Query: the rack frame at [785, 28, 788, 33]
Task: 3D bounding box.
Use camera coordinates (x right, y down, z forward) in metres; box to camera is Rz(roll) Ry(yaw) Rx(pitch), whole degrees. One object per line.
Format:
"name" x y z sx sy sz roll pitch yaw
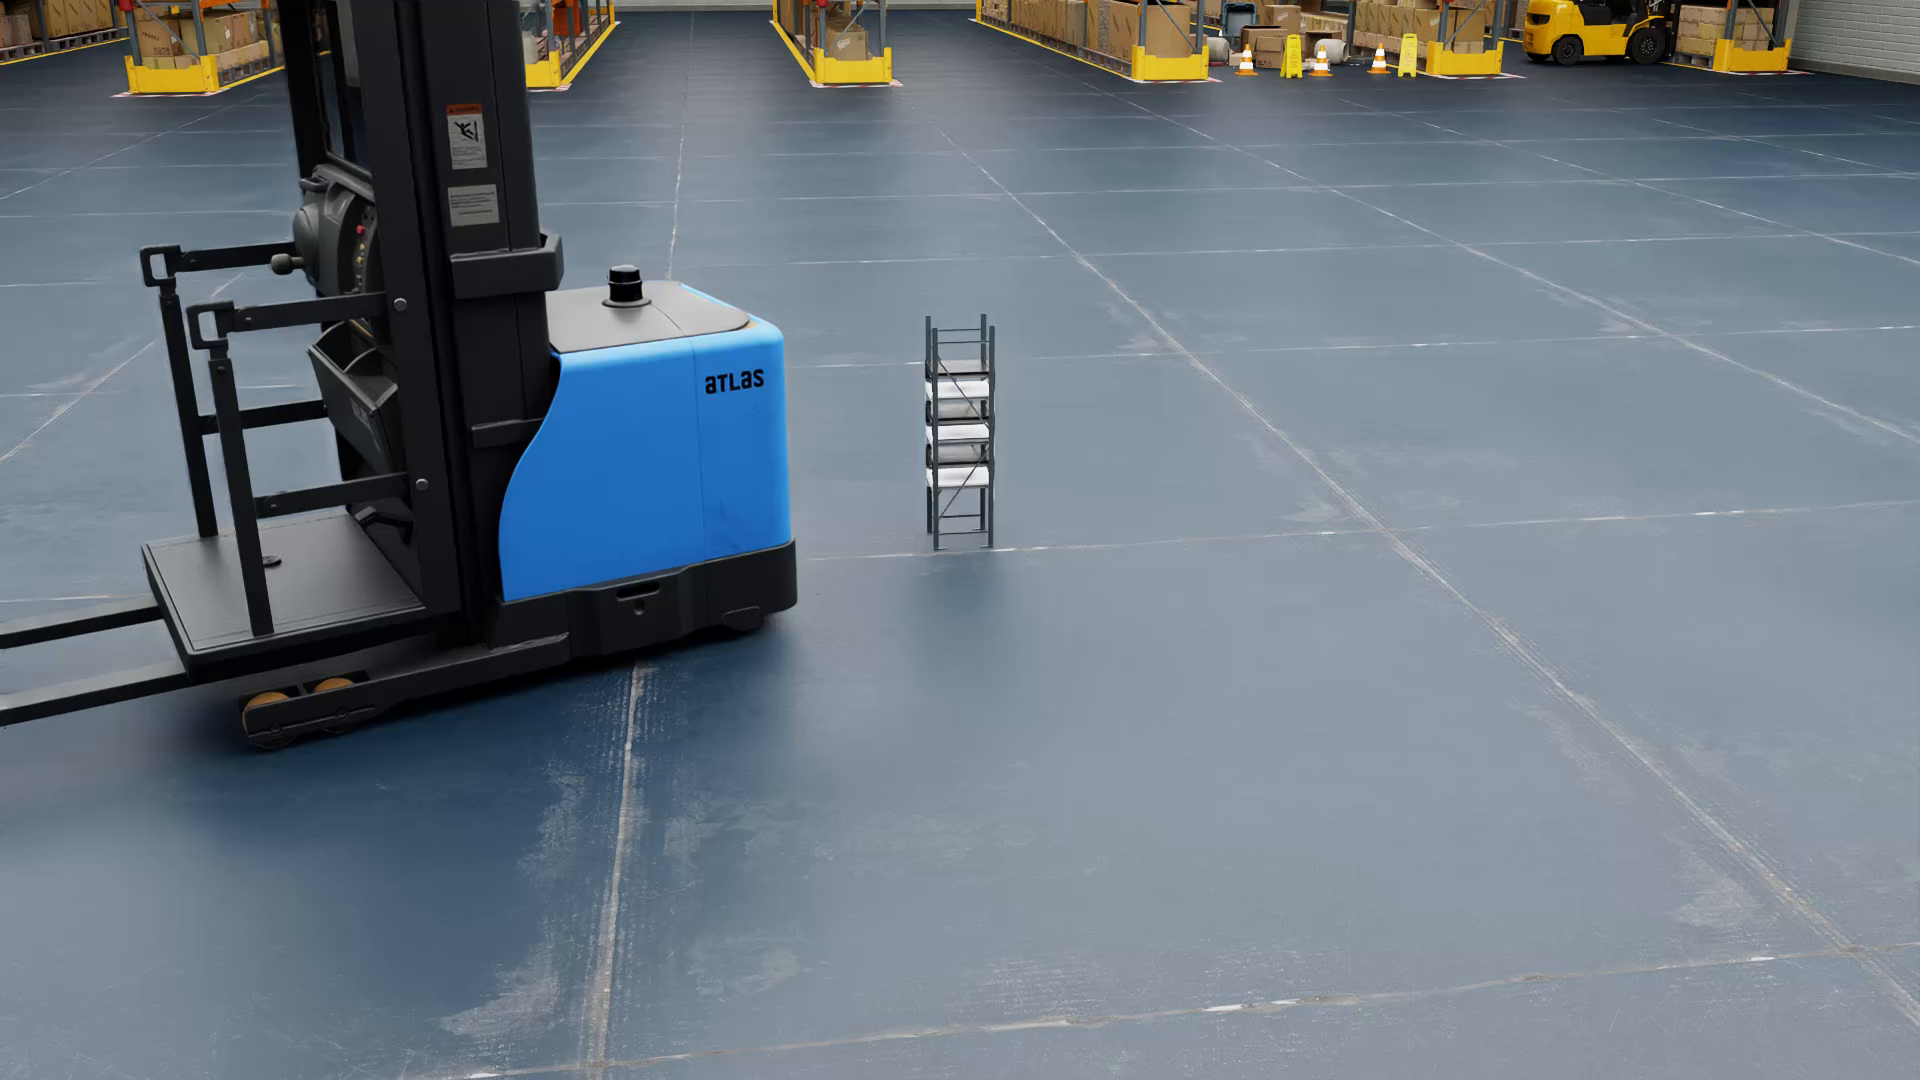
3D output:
"rack frame" -3.362 -12.607 36.183 1.000 3.000 0.127 -3 21 -8

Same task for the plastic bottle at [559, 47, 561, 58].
"plastic bottle" -6.594 -8.000 27.218 0.097 0.201 0.097 0 20 0

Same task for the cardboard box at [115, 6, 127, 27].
"cardboard box" -18.073 -11.147 35.247 0.700 0.500 0.500 -3 21 -7

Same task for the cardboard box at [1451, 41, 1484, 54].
"cardboard box" 8.332 -8.154 27.590 0.500 0.250 0.500 -3 21 -8

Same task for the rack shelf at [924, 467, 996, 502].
"rack shelf" -0.001 -0.225 6.641 0.258 0.077 0.200 -3 21 -8

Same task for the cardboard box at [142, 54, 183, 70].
"cardboard box" -11.805 -7.033 24.589 0.500 0.250 0.500 -3 21 -8

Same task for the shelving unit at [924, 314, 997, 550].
"shelving unit" -0.001 -0.424 6.566 0.258 0.900 0.210 -3 21 -8

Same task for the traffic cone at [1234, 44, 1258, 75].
"traffic cone" 4.619 -7.734 26.763 0.336 0.463 0.334 -3 21 -8

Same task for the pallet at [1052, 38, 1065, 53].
"pallet" 2.349 -9.433 31.669 1.003 0.211 1.213 -3 21 -8

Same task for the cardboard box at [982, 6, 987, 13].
"cardboard box" 0.743 -12.871 40.363 0.380 0.149 0.250 -2 21 -7

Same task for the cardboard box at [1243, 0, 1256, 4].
"cardboard box" 6.751 -11.785 36.419 0.875 0.875 0.875 -2 21 -6

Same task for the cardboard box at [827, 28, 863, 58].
"cardboard box" -1.826 -7.900 26.553 0.500 0.500 0.500 2 21 6

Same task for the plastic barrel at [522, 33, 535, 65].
"plastic barrel" -6.704 -7.458 25.351 0.421 0.512 0.421 0 20 0

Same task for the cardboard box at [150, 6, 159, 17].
"cardboard box" -18.371 -11.857 37.149 0.700 0.500 0.500 -3 21 -8

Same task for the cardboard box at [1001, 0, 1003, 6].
"cardboard box" 1.133 -12.244 37.836 0.380 0.149 0.250 -3 21 -8

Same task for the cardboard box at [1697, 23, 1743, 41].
"cardboard box" 12.706 -8.499 27.800 0.500 0.250 0.500 -3 21 -8

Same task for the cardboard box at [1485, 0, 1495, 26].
"cardboard box" 11.597 -11.308 35.679 0.500 0.500 0.500 -3 21 -9

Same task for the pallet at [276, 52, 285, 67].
"pallet" -12.157 -8.286 28.598 1.003 0.211 1.213 -3 21 -8

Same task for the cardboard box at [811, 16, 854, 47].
"cardboard box" -2.276 -9.086 29.699 0.700 0.500 0.500 -5 21 -12

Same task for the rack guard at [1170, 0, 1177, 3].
"rack guard" 5.864 -13.329 41.689 1.175 0.500 0.348 -3 21 -8

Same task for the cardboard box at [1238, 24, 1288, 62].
"cardboard box" 5.273 -8.650 28.962 0.797 0.637 0.503 -3 21 -8

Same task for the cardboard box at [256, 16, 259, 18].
"cardboard box" -12.505 -8.988 29.023 0.500 0.311 0.500 -3 21 -8

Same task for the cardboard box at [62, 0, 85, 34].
"cardboard box" -17.586 -10.227 32.283 0.750 0.750 0.750 -3 21 -8

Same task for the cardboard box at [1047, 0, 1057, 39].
"cardboard box" 2.265 -10.062 31.984 1.050 0.750 0.750 -3 21 -7

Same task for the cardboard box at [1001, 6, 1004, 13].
"cardboard box" 1.149 -12.009 37.630 0.380 0.149 0.250 -4 21 -10

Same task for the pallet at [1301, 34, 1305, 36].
"pallet" 7.305 -9.723 32.448 1.003 0.211 1.213 -3 21 -8

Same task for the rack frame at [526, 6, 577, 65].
"rack frame" -7.110 -9.587 28.098 1.000 3.000 0.127 -3 21 -8

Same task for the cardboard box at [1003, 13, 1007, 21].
"cardboard box" 1.167 -11.802 37.502 0.380 0.149 0.250 -3 21 -7

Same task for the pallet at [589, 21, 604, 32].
"pallet" -8.408 -11.303 36.678 1.003 0.211 1.213 -3 21 -8

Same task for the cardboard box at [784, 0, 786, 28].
"cardboard box" -2.985 -10.972 34.243 1.225 0.875 0.875 -3 21 -8

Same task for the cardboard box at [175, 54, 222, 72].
"cardboard box" -11.293 -7.059 24.659 0.500 0.250 0.500 -3 21 -8

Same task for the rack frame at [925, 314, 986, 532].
"rack frame" -0.016 -0.460 6.660 0.240 0.900 0.006 -3 21 -8

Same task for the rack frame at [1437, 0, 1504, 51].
"rack frame" 8.174 -8.952 26.397 1.000 3.000 0.127 -3 21 -8

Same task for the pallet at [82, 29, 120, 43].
"pallet" -17.881 -10.288 33.959 1.003 0.211 1.213 -3 21 -8

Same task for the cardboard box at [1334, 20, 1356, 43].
"cardboard box" 7.520 -9.484 30.977 0.950 0.372 0.625 -3 21 -7

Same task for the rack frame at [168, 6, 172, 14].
"rack frame" -18.643 -13.242 37.884 1.000 3.000 0.127 -3 21 -8

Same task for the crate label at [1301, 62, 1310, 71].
"crate label" 5.612 -7.790 27.378 0.250 0.136 0.298 -15 25 -35

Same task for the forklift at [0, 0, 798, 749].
"forklift" -2.104 -0.953 5.079 3.031 2.935 1.130 -12 24 -29

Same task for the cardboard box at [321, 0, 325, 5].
"cardboard box" -13.193 -10.969 33.669 0.500 0.250 0.500 -3 21 -8

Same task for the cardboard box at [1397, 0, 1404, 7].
"cardboard box" 7.612 -9.082 28.077 0.380 0.149 0.250 -2 21 -5

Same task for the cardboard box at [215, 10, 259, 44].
"cardboard box" -11.669 -8.275 26.843 0.500 0.500 0.500 -3 21 -8

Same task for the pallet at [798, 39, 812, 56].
"pallet" -2.502 -9.223 31.110 1.003 0.211 1.213 -3 21 -8

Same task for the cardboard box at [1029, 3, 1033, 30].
"cardboard box" 1.713 -10.857 34.471 0.500 0.500 0.500 -2 21 -6

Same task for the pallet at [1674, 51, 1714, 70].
"pallet" 12.934 -8.160 28.262 1.003 0.211 1.213 -3 21 -8

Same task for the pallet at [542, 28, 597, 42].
"pallet" -8.014 -10.358 34.148 1.003 0.211 1.213 -3 21 -8
